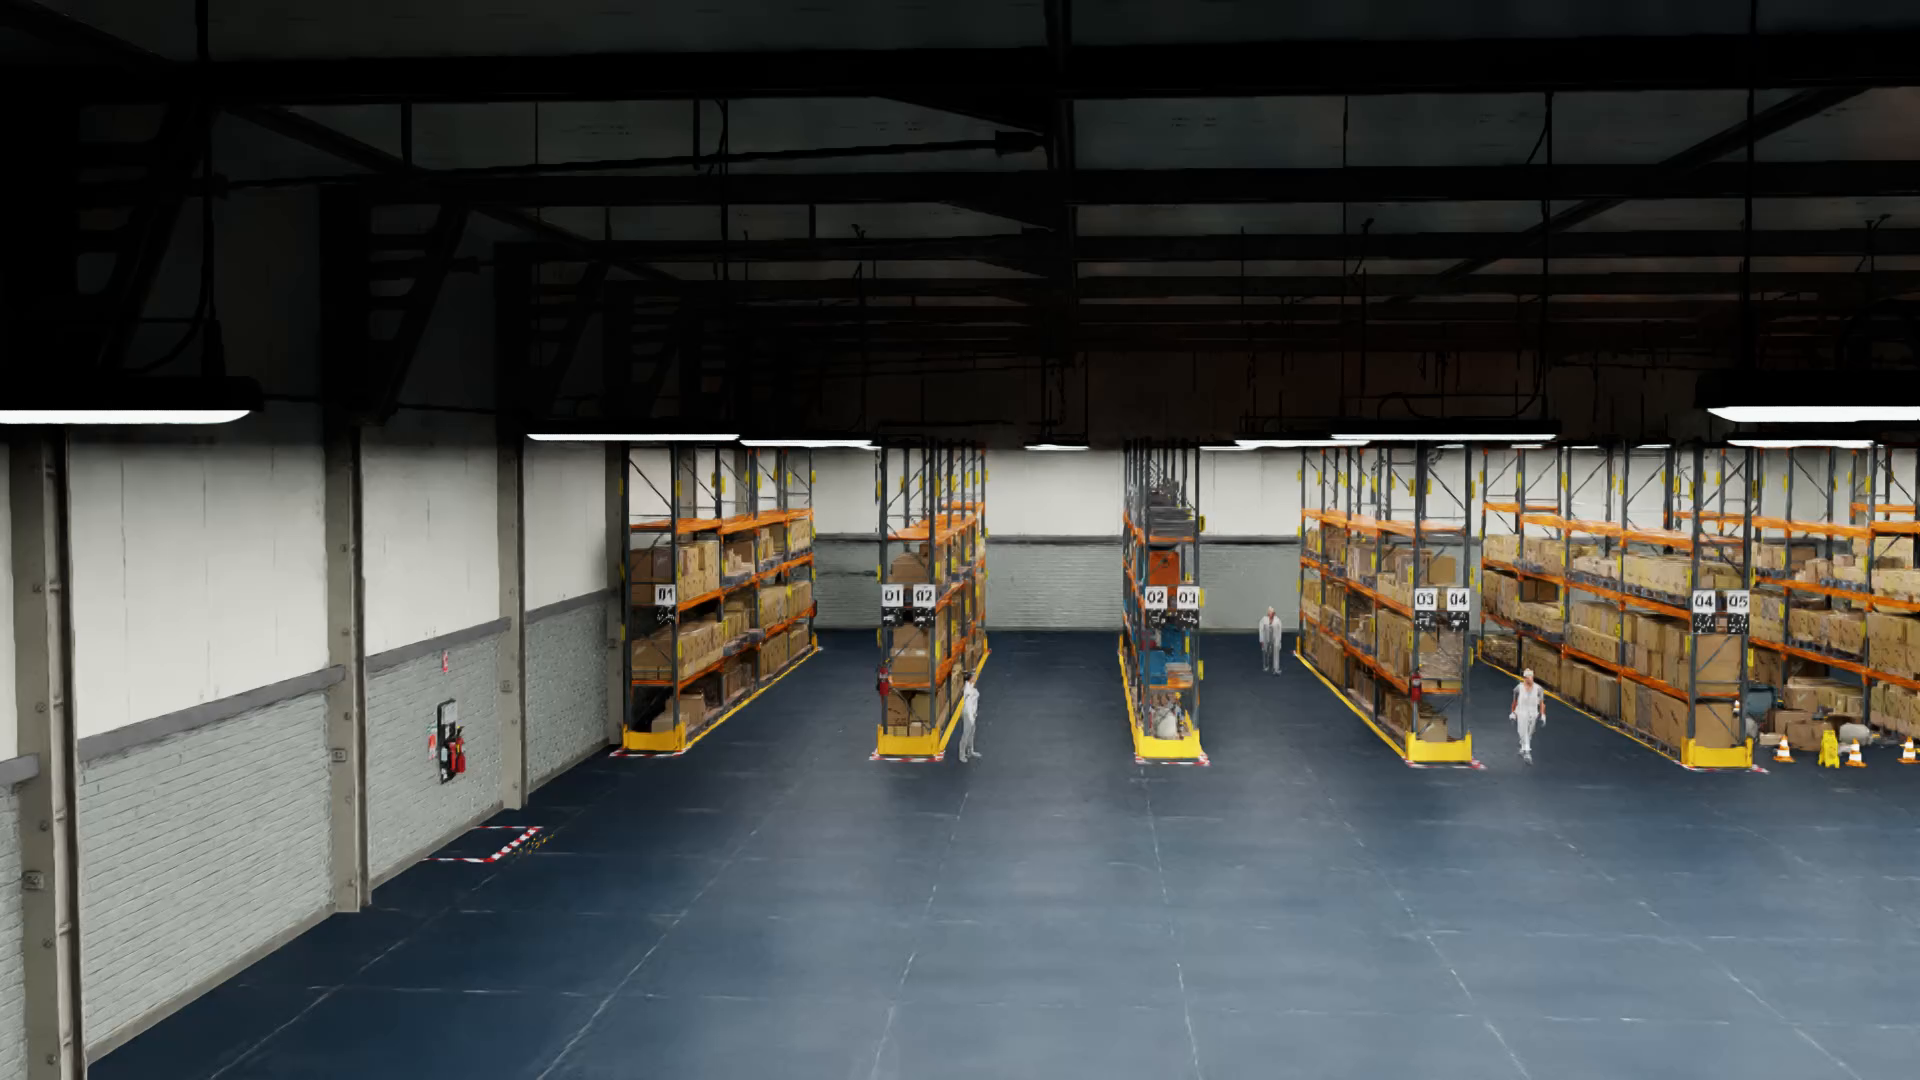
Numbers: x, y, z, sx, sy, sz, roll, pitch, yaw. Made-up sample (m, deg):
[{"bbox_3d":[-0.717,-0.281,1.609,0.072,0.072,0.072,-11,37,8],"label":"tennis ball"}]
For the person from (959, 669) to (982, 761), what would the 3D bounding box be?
[{"bbox_3d":[0.180,3.221,30.777,0.365,1.680,0.609,1,3,11],"label":"person"}]

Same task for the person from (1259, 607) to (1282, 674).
[{"bbox_3d":[7.977,2.571,42.714,0.598,1.698,1.192,0,3,6],"label":"person"}]

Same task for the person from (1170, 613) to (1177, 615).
[{"bbox_3d":[5.962,2.355,46.161,0.383,1.765,0.720,1,3,24],"label":"person"}]

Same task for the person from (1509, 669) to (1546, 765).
[{"bbox_3d":[10.430,3.221,30.499,0.564,1.736,1.044,0,3,3],"label":"person"}]
